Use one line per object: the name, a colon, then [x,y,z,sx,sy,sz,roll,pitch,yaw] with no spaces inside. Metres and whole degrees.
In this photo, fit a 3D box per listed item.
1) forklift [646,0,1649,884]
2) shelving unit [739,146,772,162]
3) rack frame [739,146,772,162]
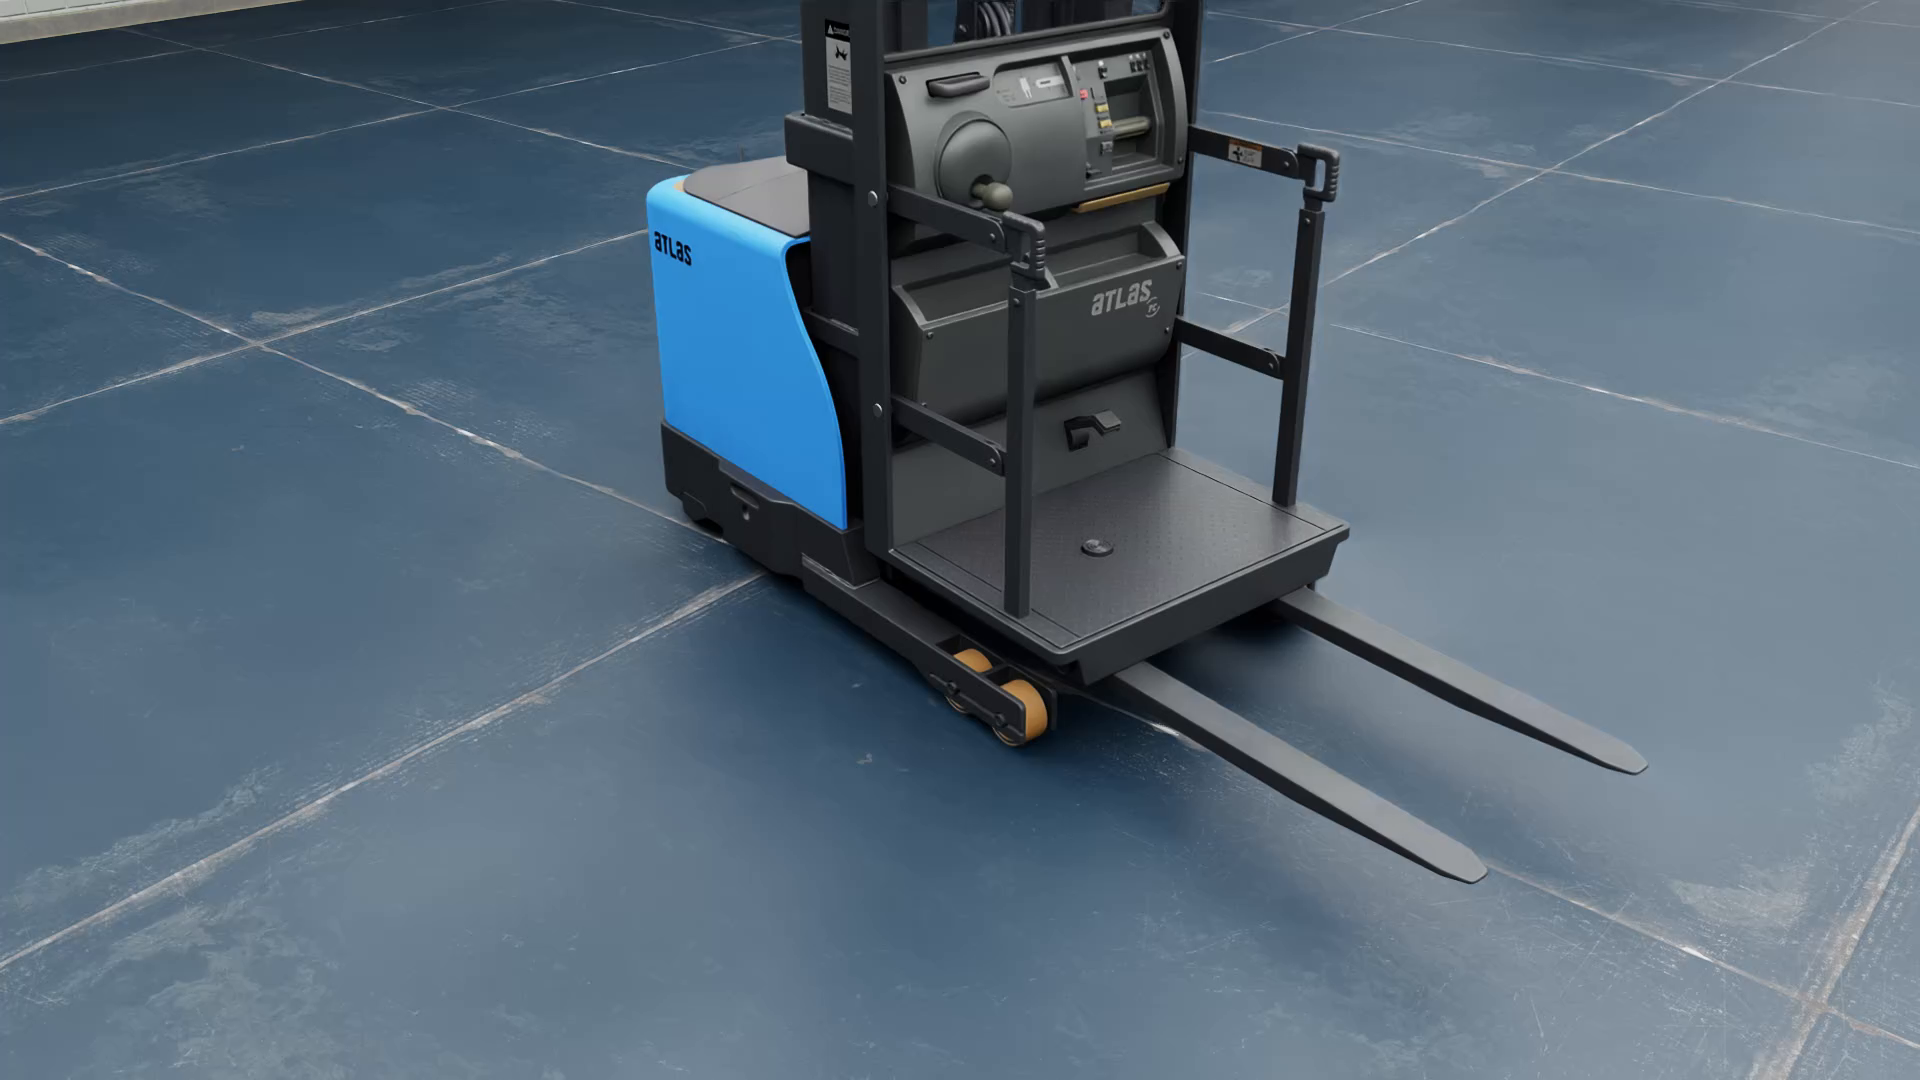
forklift: [0.356,-1.038,4.066,1.130,2.935,3.031,-20,34,-34]
shelving unit: [-0.566,-0.828,5.707,0.252,1.050,0.215,-20,34,-34]
rack frame: [-0.661,-0.792,5.639,0.008,1.050,0.200,-20,34,-34]
